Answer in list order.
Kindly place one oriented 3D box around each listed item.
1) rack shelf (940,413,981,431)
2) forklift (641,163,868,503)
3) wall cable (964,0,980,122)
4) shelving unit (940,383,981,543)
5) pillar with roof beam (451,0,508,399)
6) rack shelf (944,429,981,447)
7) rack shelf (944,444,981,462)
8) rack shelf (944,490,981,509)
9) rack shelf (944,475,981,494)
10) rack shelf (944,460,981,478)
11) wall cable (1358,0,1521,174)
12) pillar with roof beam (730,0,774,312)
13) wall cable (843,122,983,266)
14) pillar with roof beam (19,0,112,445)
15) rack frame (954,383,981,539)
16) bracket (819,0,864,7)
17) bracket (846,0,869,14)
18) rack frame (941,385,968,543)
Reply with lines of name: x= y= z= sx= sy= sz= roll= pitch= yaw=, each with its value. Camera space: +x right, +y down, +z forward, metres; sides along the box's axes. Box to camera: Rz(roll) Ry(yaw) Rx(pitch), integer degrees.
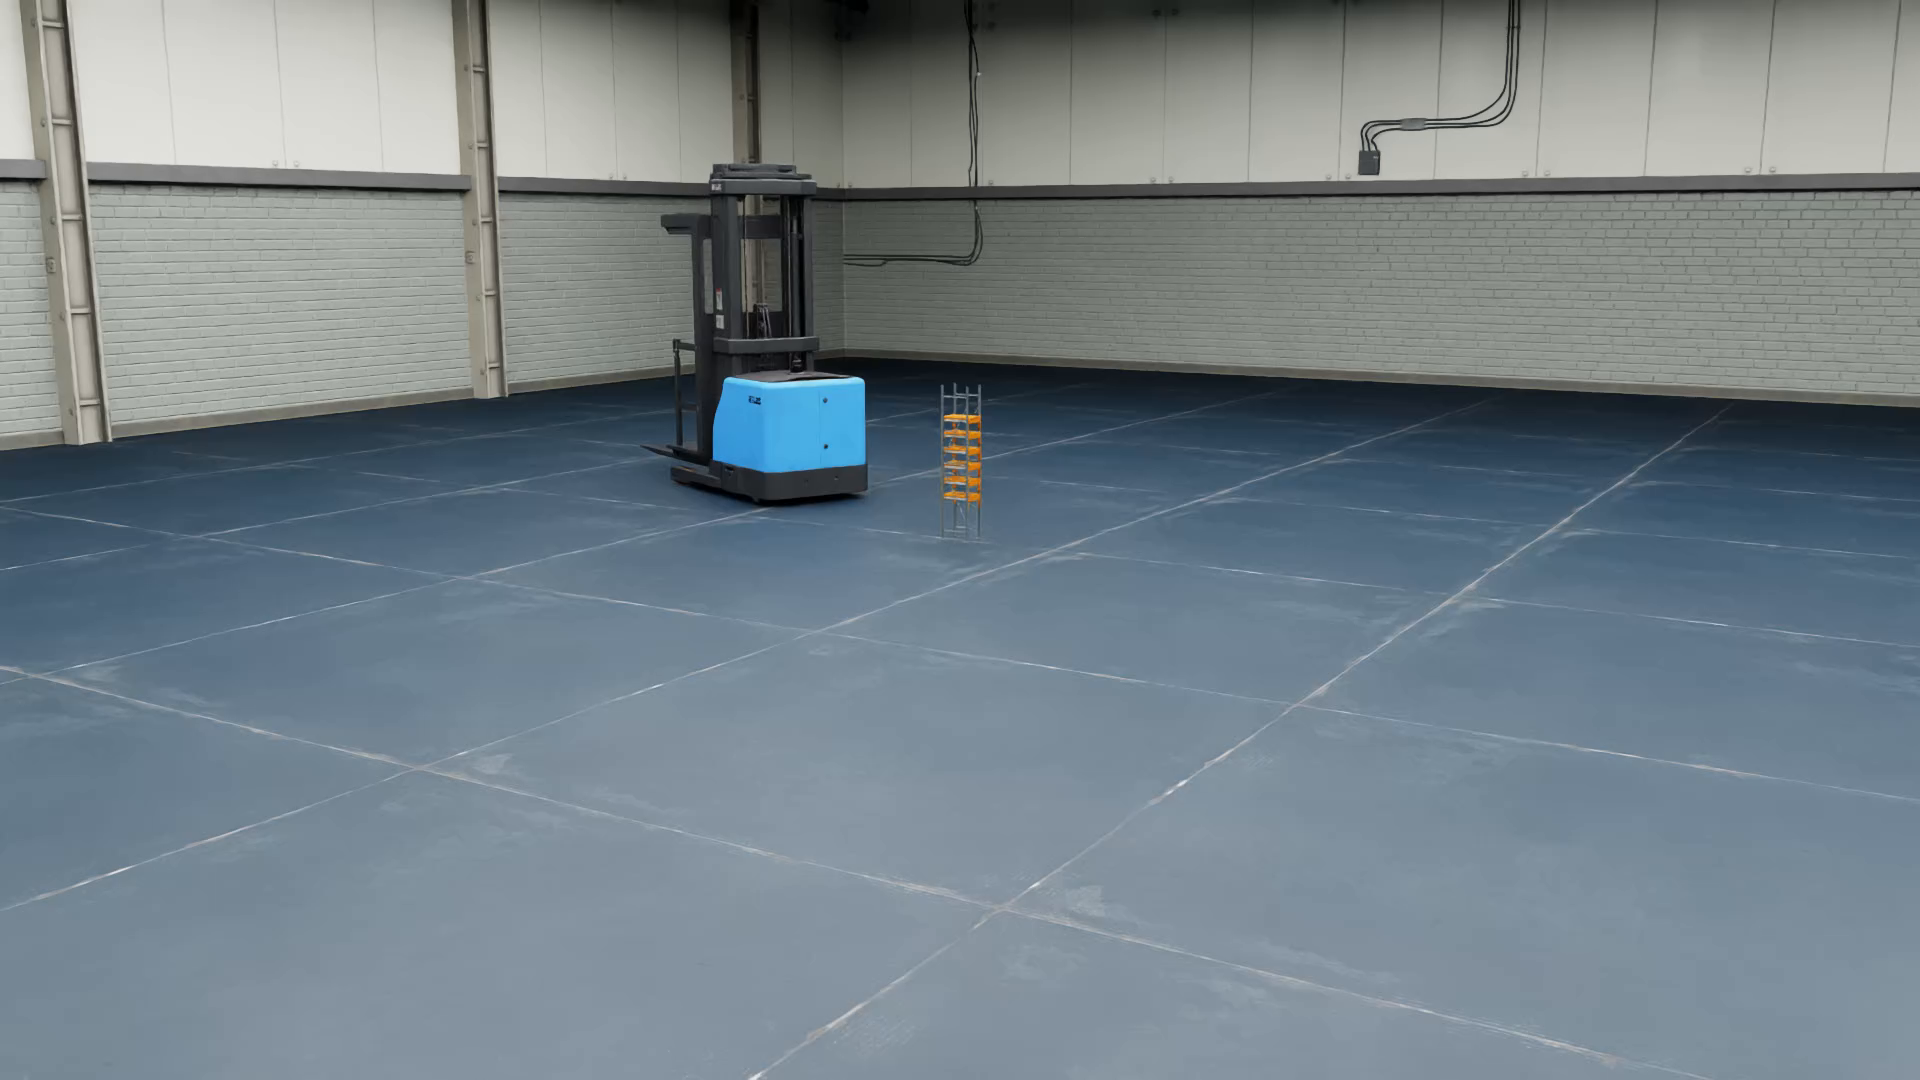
rack shelf: x=0.007 y=-0.902 z=12.712 sx=0.258 sy=0.103 sz=0.180 roll=6 pitch=12 yaw=31
forklift: x=-2.081 y=-1.988 z=15.523 sx=1.130 sy=2.935 sz=3.031 roll=-7 pitch=13 yaw=-34
wall cable: x=1.372 y=-8.445 z=28.240 sx=3.097 sy=2.526 sz=0.112 roll=6 pitch=12 yaw=31
shelving unit: x=0.008 y=-0.592 z=12.770 sx=0.258 sy=1.200 sz=0.189 roll=6 pitch=12 yaw=31
pillar with roof beam: x=-3.035 y=-6.056 z=20.762 sx=9.100 sy=9.000 sz=0.400 roll=6 pitch=12 yaw=31
rack shelf: x=0.008 y=-0.784 z=12.734 sx=0.258 sy=0.103 sz=0.180 roll=6 pitch=12 yaw=31
rack shelf: x=0.008 y=-0.666 z=12.757 sx=0.258 sy=0.103 sz=0.180 roll=6 pitch=12 yaw=31
rack shelf: x=0.008 y=-0.312 z=12.823 sx=0.258 sy=0.103 sz=0.180 roll=6 pitch=12 yaw=31
rack shelf: x=0.008 y=-0.430 z=12.801 sx=0.258 sy=0.103 sz=0.180 roll=6 pitch=12 yaw=31
rack shelf: x=0.008 y=-0.548 z=12.779 sx=0.258 sy=0.103 sz=0.180 roll=6 pitch=12 yaw=31
wall cable: x=7.165 y=-8.510 z=24.628 sx=2.305 sy=6.003 sz=0.169 roll=6 pitch=12 yaw=31
pillar with roof beam: x=0.080 y=-7.000 z=25.802 sx=9.100 sy=9.000 sz=0.548 roll=6 pitch=12 yaw=31
wall cable: x=-0.940 y=-6.222 z=30.085 sx=3.097 sy=2.526 sz=0.112 roll=6 pitch=12 yaw=31
pillar with roof beam: x=-6.150 y=-5.112 z=15.721 sx=9.100 sy=9.000 sz=0.400 roll=6 pitch=12 yaw=31
rack frame: x=0.055 y=-0.606 z=12.847 sx=0.240 sy=1.200 sz=0.006 roll=6 pitch=12 yaw=31
bracket: x=-2.157 y=-9.491 z=29.330 sx=0.076 sy=0.066 sz=3.189 roll=6 pitch=12 yaw=31
bracket: x=-1.850 y=-9.584 z=29.826 sx=0.235 sy=0.232 sz=0.430 roll=6 pitch=12 yaw=31
rack frame: x=-0.040 y=-0.578 z=12.694 sx=0.240 sy=1.200 sz=0.006 roll=6 pitch=12 yaw=31
